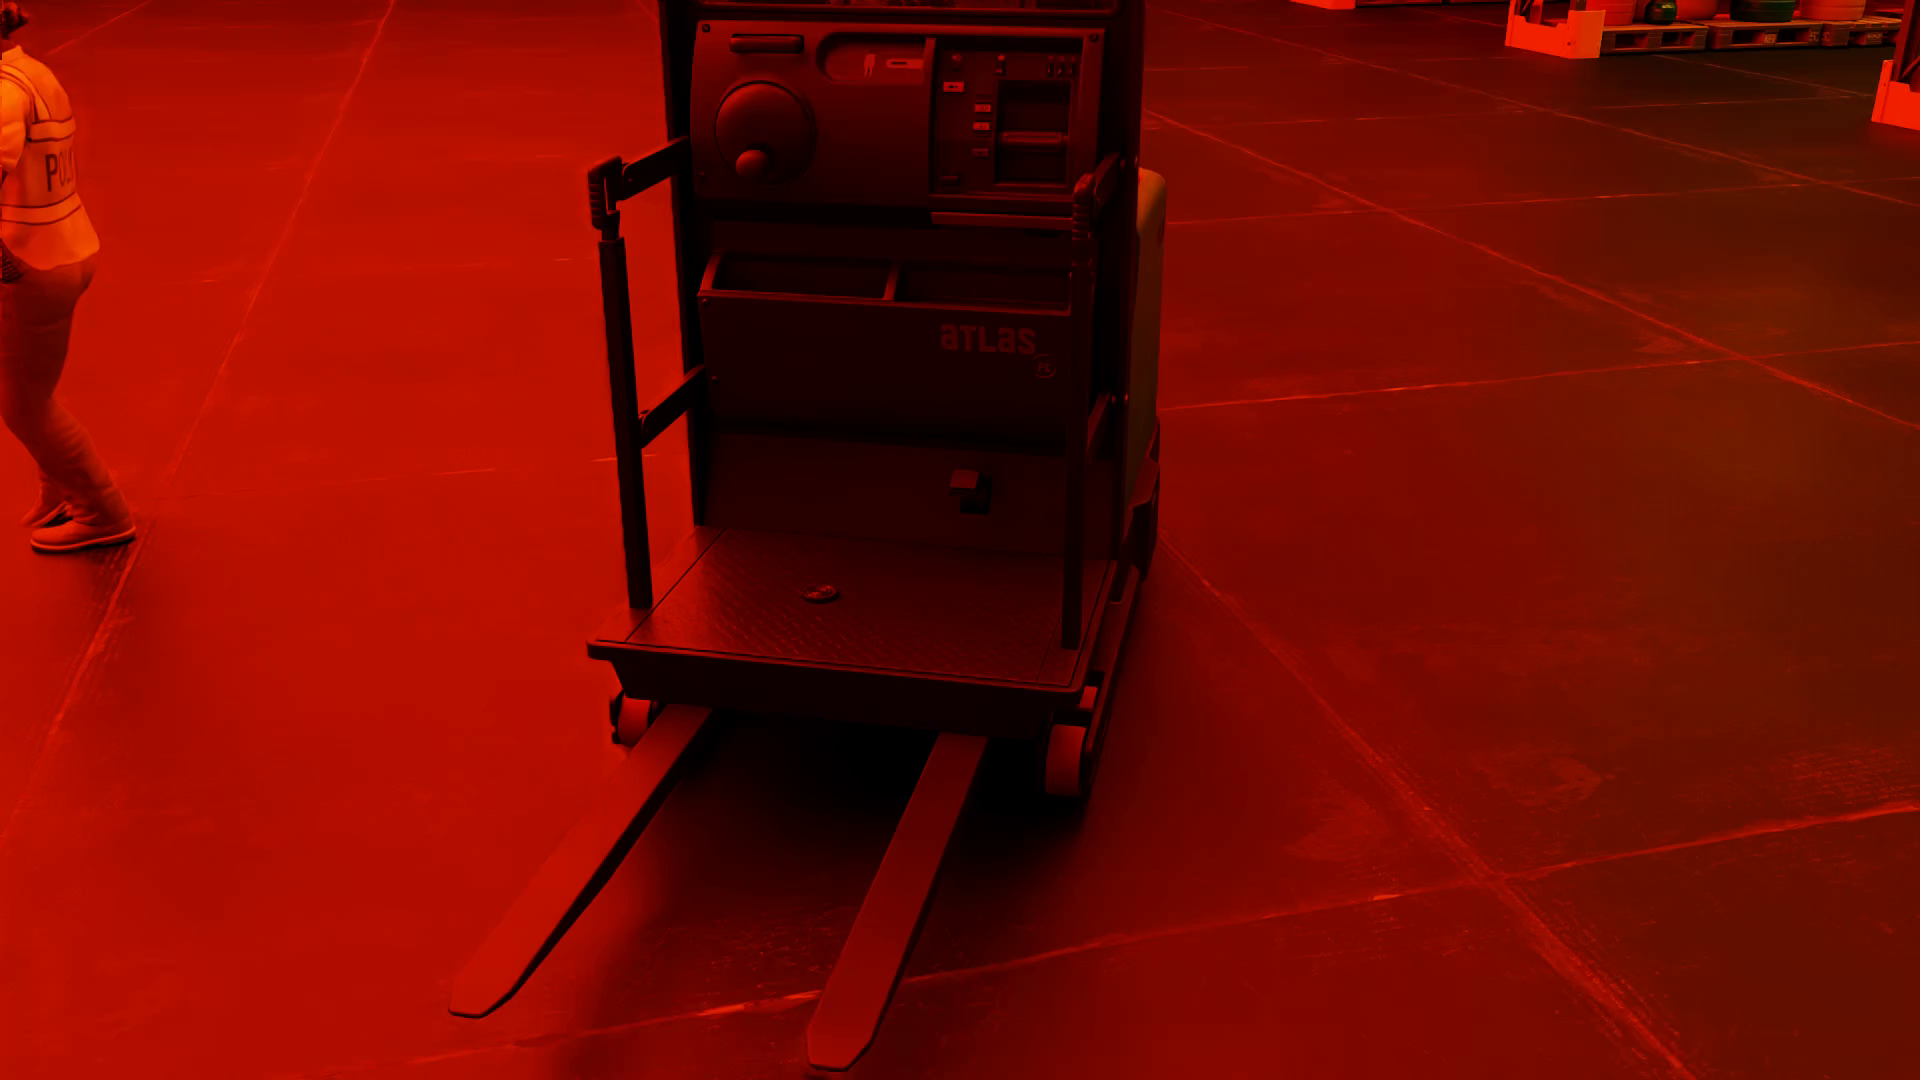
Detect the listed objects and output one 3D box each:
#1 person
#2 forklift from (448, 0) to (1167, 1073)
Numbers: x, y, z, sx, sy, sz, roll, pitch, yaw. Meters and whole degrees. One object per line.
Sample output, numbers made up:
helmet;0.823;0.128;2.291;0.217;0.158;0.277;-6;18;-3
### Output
person;-2.706;-0.735;4.752;0.459;1.682;0.834;-4;23;-9
forklift;-0.189;-0.933;3.502;1.130;2.935;3.031;5;24;11
